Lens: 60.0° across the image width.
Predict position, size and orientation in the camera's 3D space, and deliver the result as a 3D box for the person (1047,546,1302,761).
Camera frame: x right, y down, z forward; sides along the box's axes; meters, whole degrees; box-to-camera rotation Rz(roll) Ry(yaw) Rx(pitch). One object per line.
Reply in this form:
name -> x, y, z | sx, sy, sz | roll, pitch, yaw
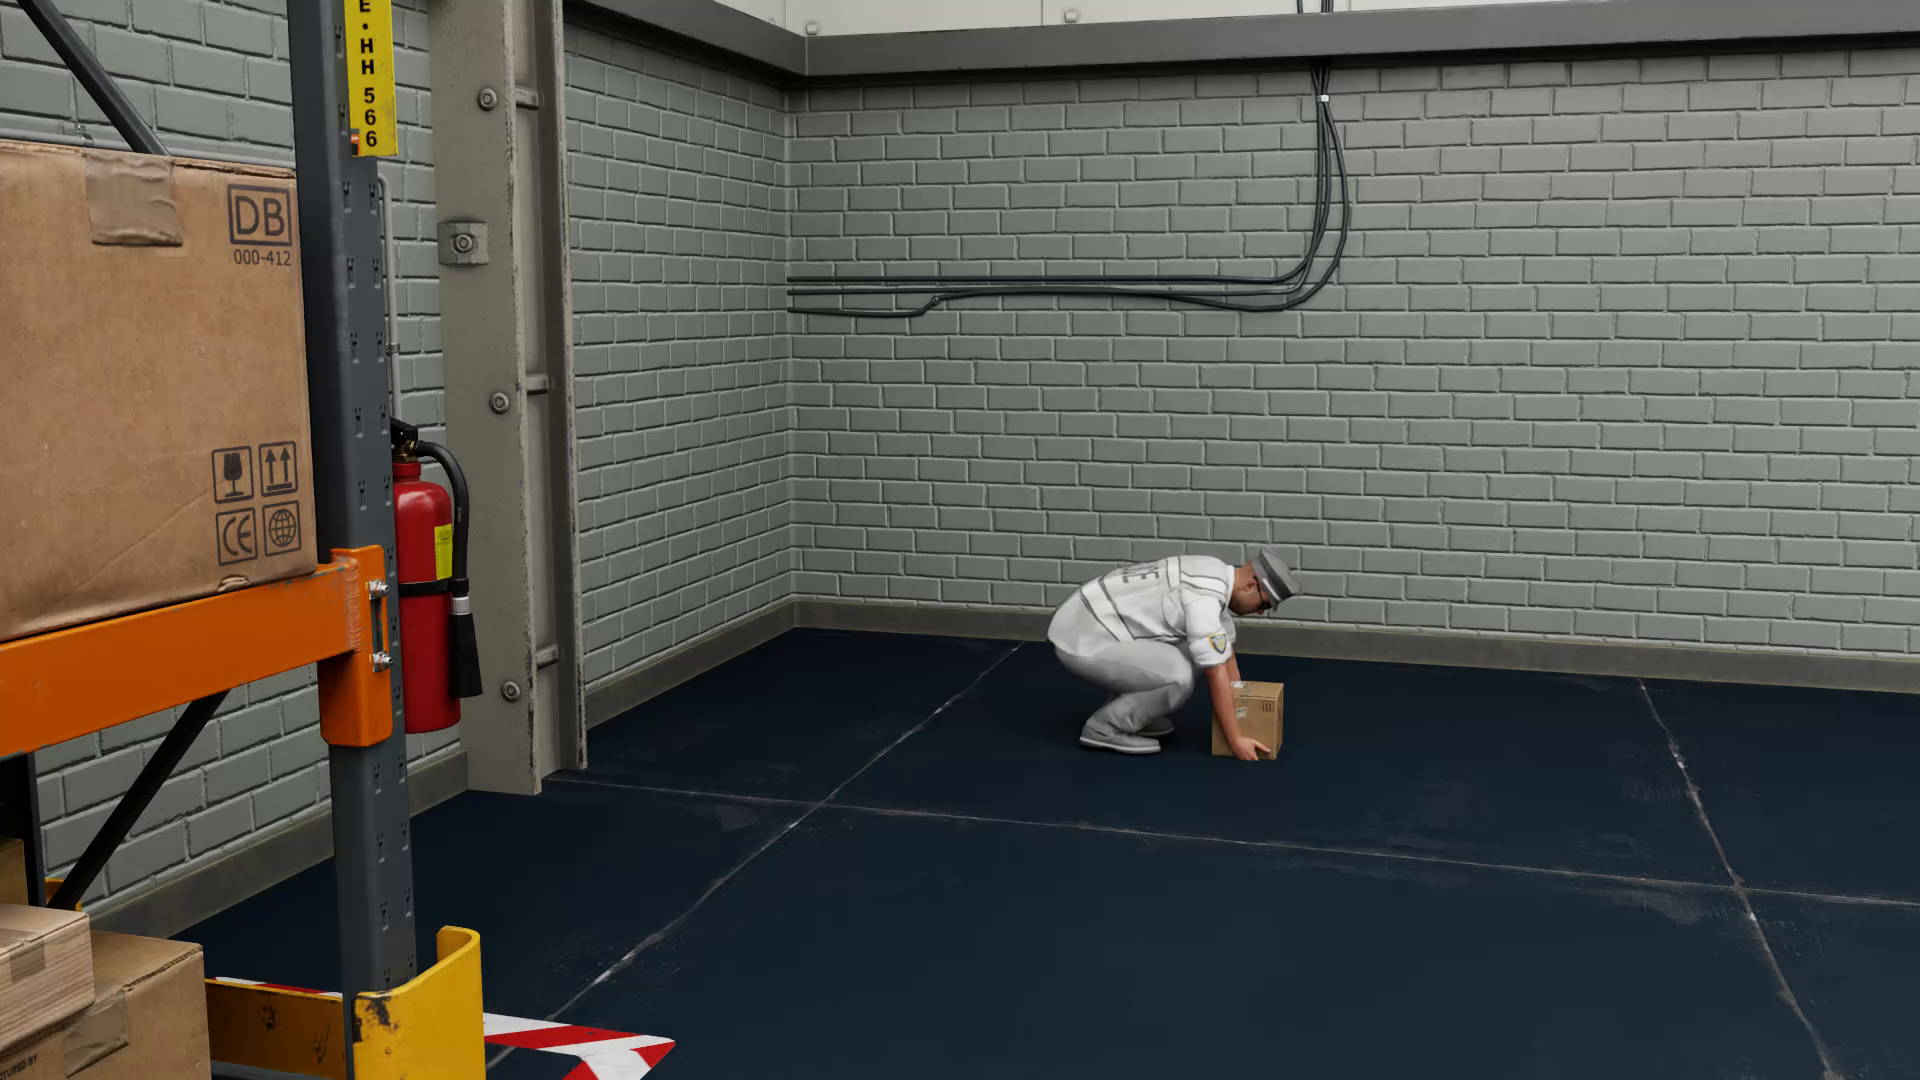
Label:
person -> 0.855, 0.459, 6.668 | 0.994, 0.894, 0.542 | 2, 9, 15
